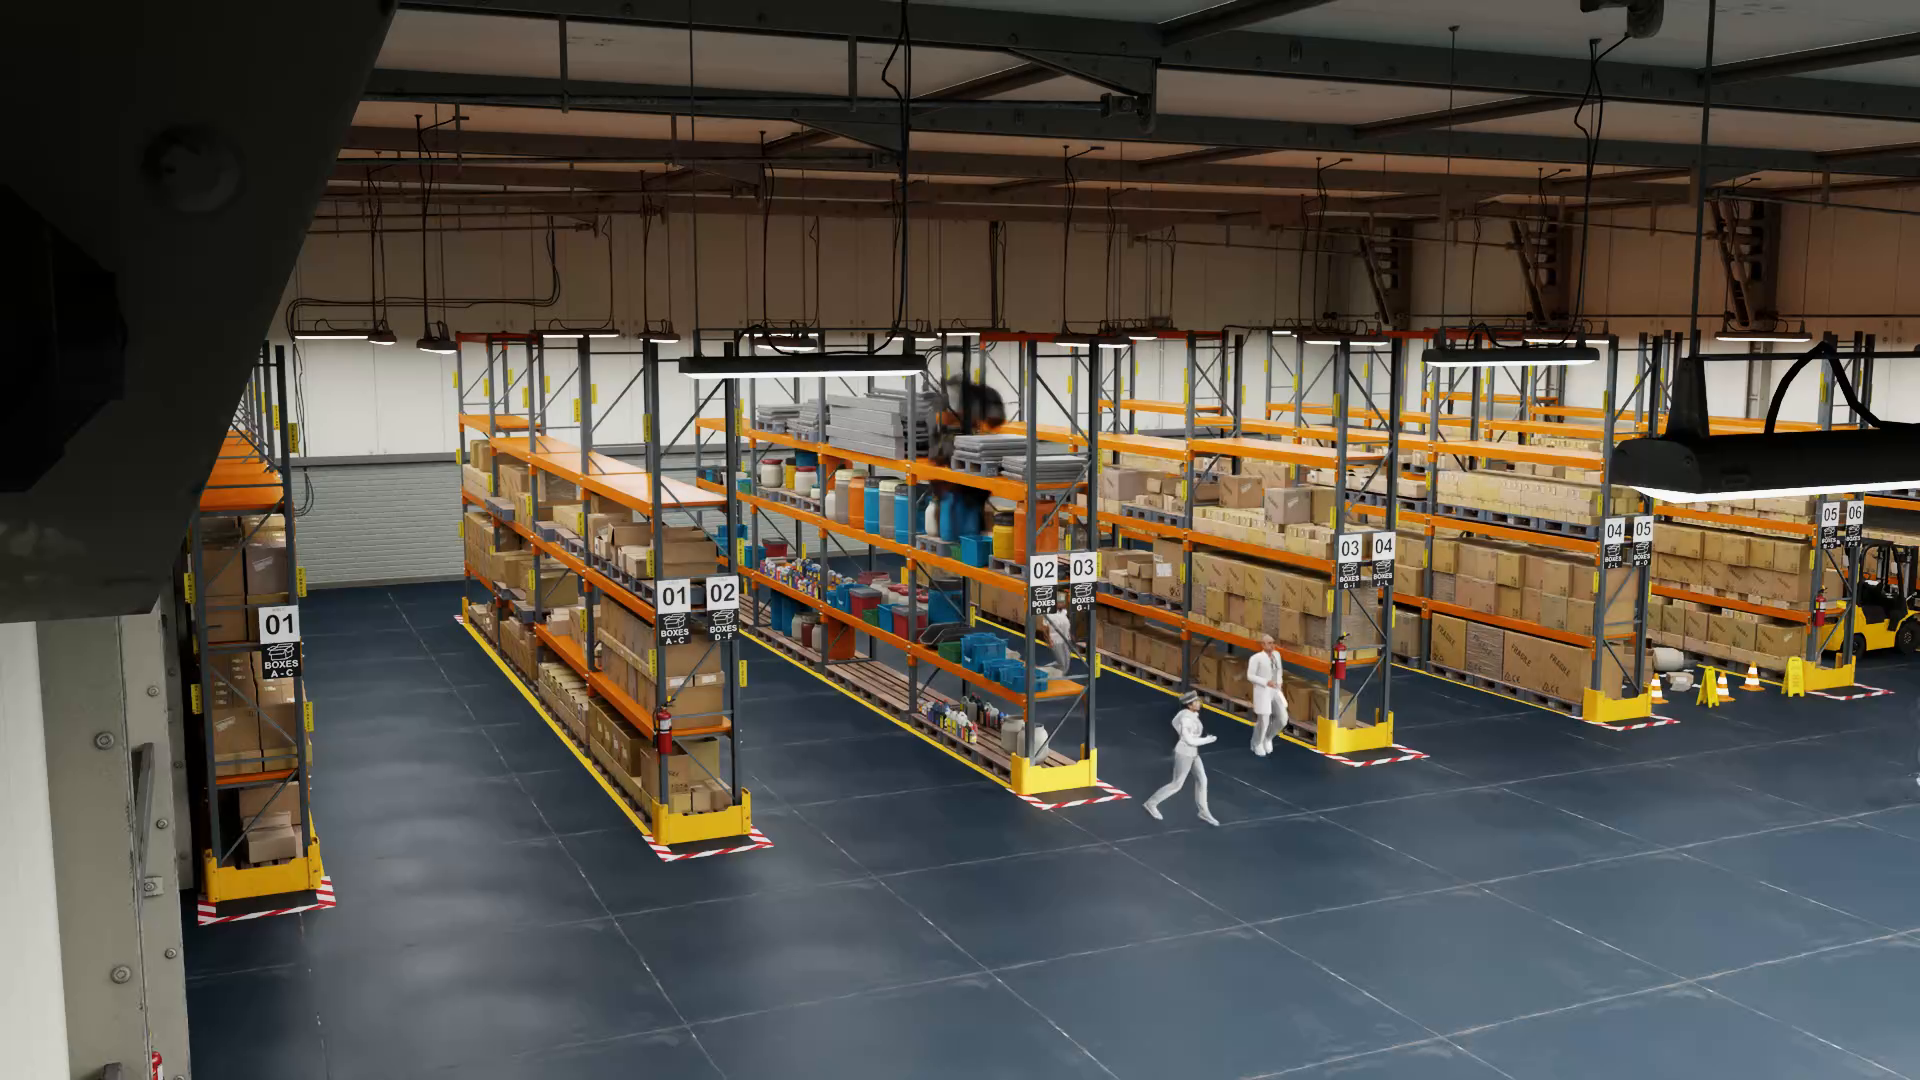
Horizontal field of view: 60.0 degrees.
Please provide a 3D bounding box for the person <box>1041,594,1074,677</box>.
[{"bbox_3d":[1.682,1.729,28.195,0.575,1.661,0.560,-6,10,-37],"label":"person"}]

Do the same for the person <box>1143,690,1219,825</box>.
[{"bbox_3d":[2.779,2.705,20.757,0.926,1.727,0.620,2,8,13],"label":"person"}]

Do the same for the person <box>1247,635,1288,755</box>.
[{"bbox_3d":[4.458,2.243,23.933,0.712,1.753,0.657,-4,9,-28],"label":"person"}]
